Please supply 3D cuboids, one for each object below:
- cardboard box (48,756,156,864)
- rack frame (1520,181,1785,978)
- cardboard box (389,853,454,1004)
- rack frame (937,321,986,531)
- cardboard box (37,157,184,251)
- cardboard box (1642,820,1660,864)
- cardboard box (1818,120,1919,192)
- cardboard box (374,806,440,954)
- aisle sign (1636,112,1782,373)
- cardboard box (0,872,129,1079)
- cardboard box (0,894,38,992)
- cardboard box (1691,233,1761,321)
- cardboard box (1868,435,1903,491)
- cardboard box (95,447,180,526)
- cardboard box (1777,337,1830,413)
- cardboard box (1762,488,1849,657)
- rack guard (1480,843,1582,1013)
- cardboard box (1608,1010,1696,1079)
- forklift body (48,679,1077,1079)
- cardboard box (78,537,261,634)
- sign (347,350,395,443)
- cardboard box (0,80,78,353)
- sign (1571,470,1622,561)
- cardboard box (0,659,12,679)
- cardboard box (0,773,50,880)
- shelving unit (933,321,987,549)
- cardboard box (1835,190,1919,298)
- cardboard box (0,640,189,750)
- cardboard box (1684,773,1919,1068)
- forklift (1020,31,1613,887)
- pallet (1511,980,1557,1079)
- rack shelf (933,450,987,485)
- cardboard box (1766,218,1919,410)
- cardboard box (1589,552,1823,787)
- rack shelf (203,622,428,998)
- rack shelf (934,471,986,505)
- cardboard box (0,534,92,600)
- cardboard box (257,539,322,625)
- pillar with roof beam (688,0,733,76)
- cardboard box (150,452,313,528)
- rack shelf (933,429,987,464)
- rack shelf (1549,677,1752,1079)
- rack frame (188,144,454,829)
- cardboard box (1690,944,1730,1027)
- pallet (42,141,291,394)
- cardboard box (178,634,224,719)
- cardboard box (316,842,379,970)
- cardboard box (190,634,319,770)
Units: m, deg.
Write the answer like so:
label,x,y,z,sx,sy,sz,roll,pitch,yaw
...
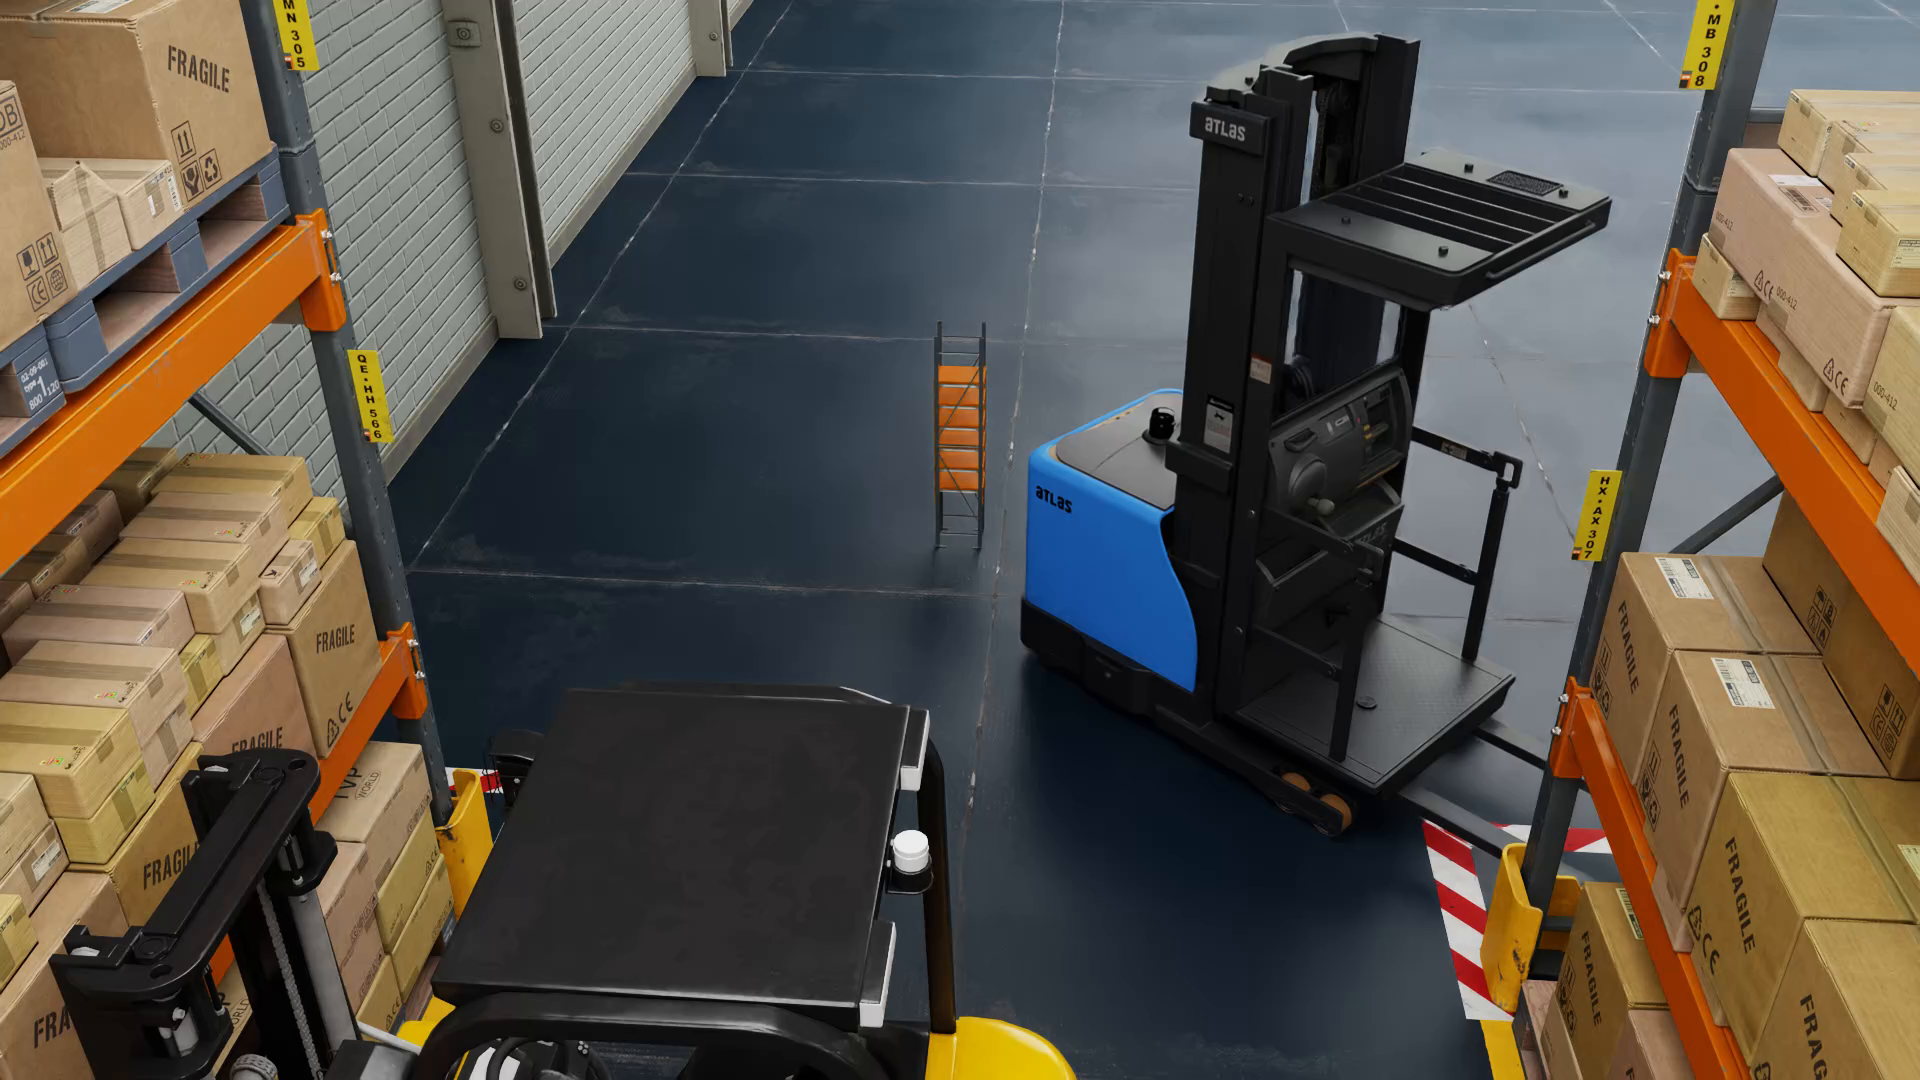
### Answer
label,x,y,z,sx,sy,sz,roll,pitch,yaw
cardboard box,-2.249,0.654,4.116,0.380,0.149,0.250,3,32,4
rack frame,2.528,0.318,5.375,1.000,3.000,0.127,2,32,4
cardboard box,-2.143,1.359,5.907,0.500,0.250,0.500,3,32,4
rack frame,0.009,-0.566,8.525,0.240,1.200,0.006,2,32,4
cardboard box,-2.184,-0.837,4.135,0.380,0.149,0.250,2,32,3
cardboard box,2.185,0.861,4.733,0.380,0.149,0.250,1,32,2
cardboard box,2.291,-0.882,3.943,0.380,0.149,0.250,2,32,4
cardboard box,-2.148,1.154,5.762,0.500,0.250,0.500,2,32,3
aisle sign,2.224,-0.835,4.767,0.394,0.787,0.004,2,32,4
cardboard box,-2.321,1.136,3.952,0.500,0.500,0.500,3,32,4
cardboard box,-2.311,0.917,3.689,0.380,0.149,0.250,2,32,3
cardboard box,2.177,-0.693,4.395,0.380,0.149,0.250,2,32,4
cardboard box,2.176,-0.145,3.507,0.380,0.149,0.250,2,32,2
cardboard box,-2.660,-0.171,5.172,0.380,0.149,0.250,2,32,3
cardboard box,2.189,-0.415,3.944,0.380,0.149,0.250,3,32,5
cardboard box,2.704,-0.001,4.560,0.700,0.500,0.500,2,32,3
rack guard,2.522,1.422,5.967,1.175,0.500,0.348,2,32,4
cardboard box,2.147,1.686,4.660,0.500,0.500,0.500,1,32,2
forklift body,-0.756,1.538,4.203,2.313,2.155,1.214,2,32,4
cardboard box,-2.222,0.127,4.688,0.380,0.149,0.250,3,32,5
sign,-1.880,-0.456,5.301,0.100,0.325,0.005,2,32,4
cardboard box,-2.396,-0.660,3.512,0.700,0.500,0.500,3,32,4
sign,1.987,-0.074,5.186,0.100,0.325,0.005,2,32,4
cardboard box,-2.772,0.357,4.598,0.380,0.149,0.250,1,32,2
cardboard box,-2.358,0.661,3.821,0.380,0.149,0.250,3,32,5
shelving unit,0.001,-0.518,8.447,0.258,1.200,0.189,2,32,4
cardboard box,2.115,-0.626,3.527,0.380,0.149,0.250,2,32,4
cardboard box,-2.227,0.395,4.253,0.380,0.149,0.250,3,32,5
cardboard box,2.134,0.922,4.016,0.500,0.500,0.500,2,32,3
forklift,1.674,-0.348,6.521,1.130,2.935,3.031,-27,41,-36
pallet,2.420,1.968,5.356,1.003,0.211,1.213,2,32,4
rack shelf,0.001,-0.378,8.534,0.258,0.103,0.180,2,32,4
cardboard box,2.171,-0.508,3.715,0.500,0.250,0.500,2,32,3
cardboard box,2.213,0.384,4.888,0.500,0.500,0.500,2,32,3
rack shelf,-2.582,1.460,4.208,1.077,0.370,4.000,2,32,4
rack shelf,0.001,-0.276,8.597,0.258,0.103,0.180,2,32,4
cardboard box,-2.722,0.103,4.727,0.380,0.149,0.250,3,32,5
cardboard box,-2.160,0.117,4.987,0.380,0.149,0.250,3,32,5
pillar with roof beam,1.893,-8.212,13.498,9.100,9.000,0.400,2,32,4
cardboard box,-2.239,-0.141,5.123,0.380,0.149,0.250,3,32,4
rack shelf,0.001,-0.481,8.471,0.258,0.103,0.180,2,32,4
rack shelf,2.365,1.670,3.867,1.077,0.370,4.000,2,32,4
rack frame,-2.420,0.108,5.716,1.000,3.000,0.127,2,32,4
cardboard box,2.131,1.129,4.299,0.380,0.149,0.250,3,32,5
pallet,-2.503,-0.763,4.354,1.003,0.211,1.213,2,32,4
cardboard box,-2.273,0.379,4.562,0.380,0.149,0.250,2,32,4
cardboard box,-2.182,1.195,5.219,0.500,0.250,0.500,3,32,5
cardboard box,-2.249,0.605,4.815,0.500,0.500,0.500,3,32,6
